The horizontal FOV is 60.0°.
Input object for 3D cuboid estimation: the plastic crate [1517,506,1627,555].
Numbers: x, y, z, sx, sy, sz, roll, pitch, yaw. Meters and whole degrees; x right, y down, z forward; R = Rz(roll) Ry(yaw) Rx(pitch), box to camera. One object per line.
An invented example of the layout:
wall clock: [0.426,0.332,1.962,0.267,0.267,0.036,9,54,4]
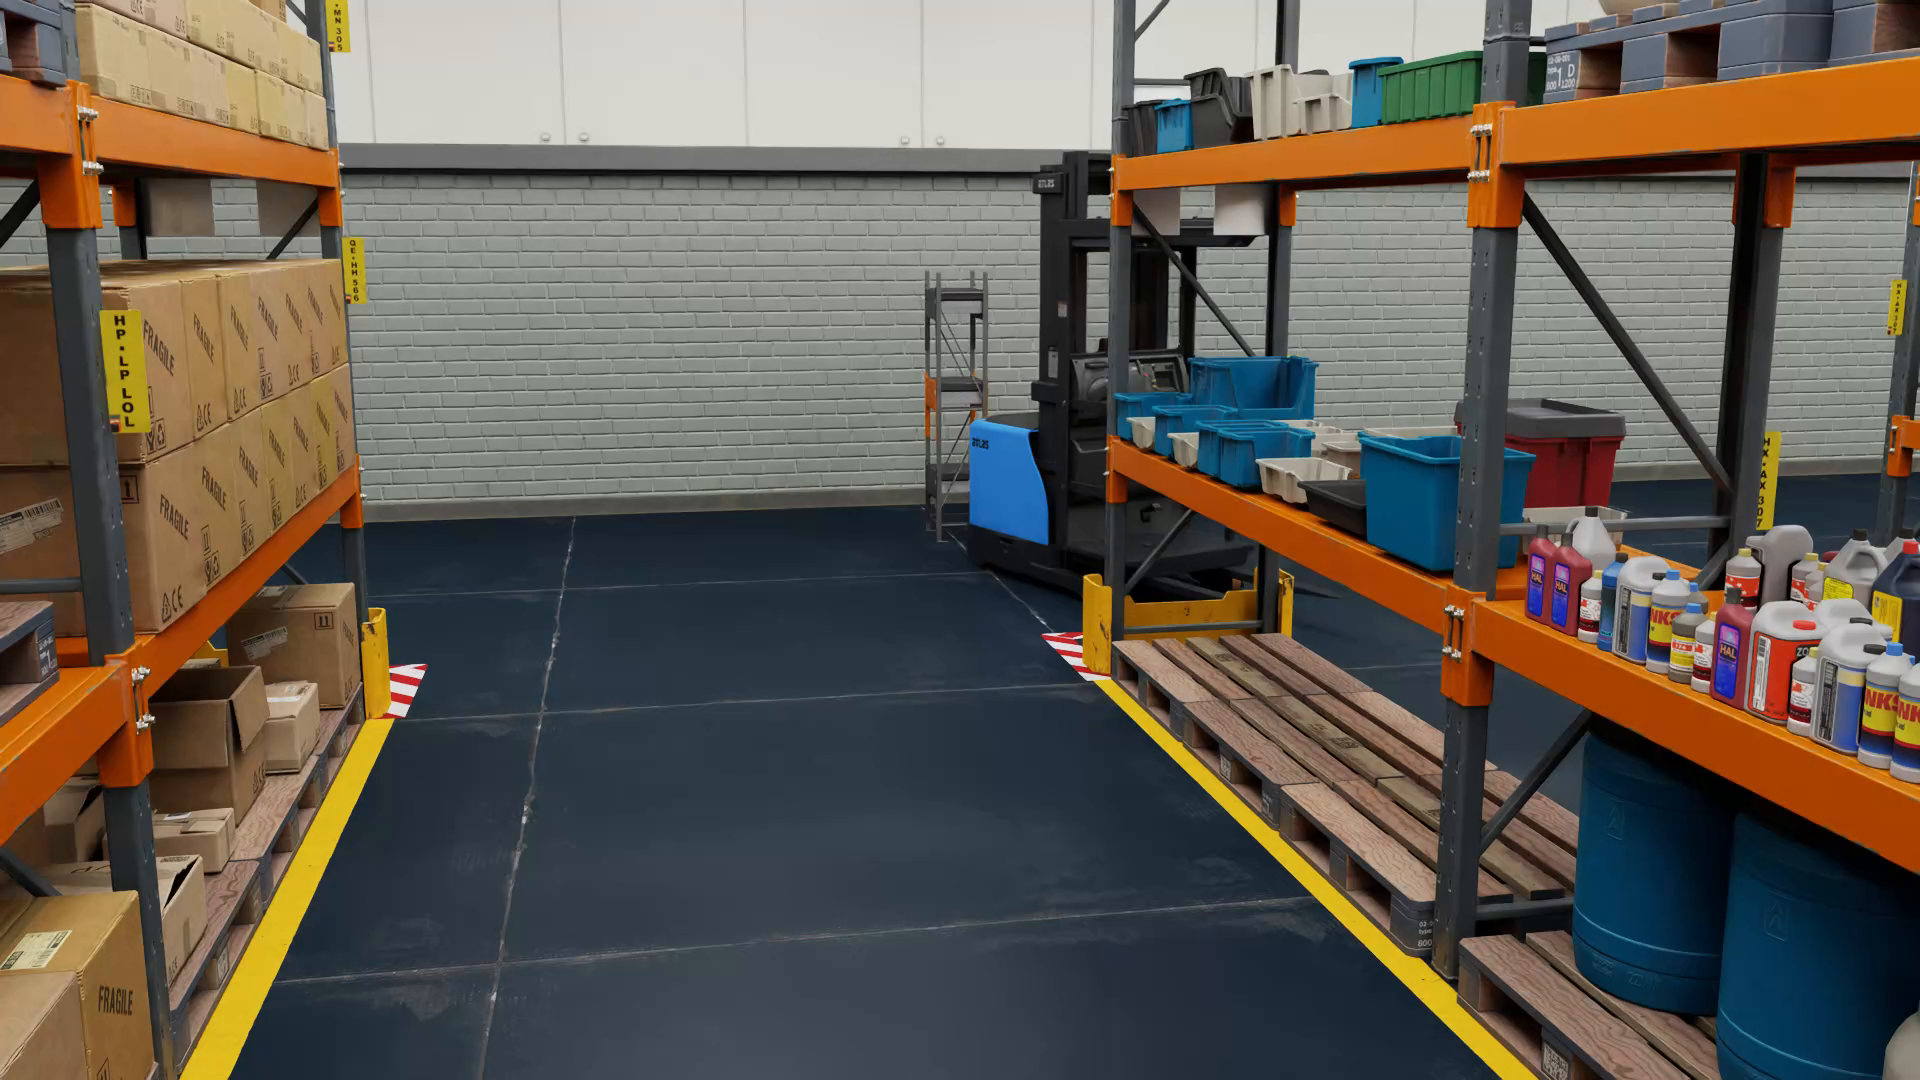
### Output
plastic crate: [2.142,-0.028,5.868,0.396,0.136,0.243,-2,11,-11]

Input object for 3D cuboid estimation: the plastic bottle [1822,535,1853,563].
plastic bottle: [2.575,0.121,4.852,0.061,0.283,0.133,-2,11,-11]

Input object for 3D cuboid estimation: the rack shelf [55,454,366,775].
rack shelf: [-3.157,0.128,6.425,1.077,0.370,4.000,-2,11,-11]

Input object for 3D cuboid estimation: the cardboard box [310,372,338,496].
cardboard box: [-3.087,-0.474,7.396,0.500,0.500,0.500,-2,11,-11]

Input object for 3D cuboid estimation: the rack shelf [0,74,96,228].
rack shelf: [-2.379,-0.612,2.290,1.077,0.370,4.000,-2,11,-11]

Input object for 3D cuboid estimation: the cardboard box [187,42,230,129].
cardboard box: [-2.809,-1.540,5.644,0.500,0.250,0.500,-2,11,-11]

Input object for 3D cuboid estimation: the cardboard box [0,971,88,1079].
cardboard box: [-2.303,1.325,3.724,0.500,0.500,0.500,-2,11,-11]

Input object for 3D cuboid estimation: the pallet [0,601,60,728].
pallet: [-2.719,0.386,3.657,1.003,0.211,1.213,-2,11,-11]

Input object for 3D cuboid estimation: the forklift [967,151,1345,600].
forklift: [1.266,-1.078,11.023,1.130,2.935,3.031,-7,13,-32]

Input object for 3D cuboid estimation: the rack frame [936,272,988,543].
rack frame: [0.015,-1.017,12.925,0.400,2.100,0.015,-2,11,-11]

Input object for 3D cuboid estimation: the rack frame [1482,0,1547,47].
rack frame: [2.092,-2.985,4.812,1.000,3.000,0.127,-2,11,-11]

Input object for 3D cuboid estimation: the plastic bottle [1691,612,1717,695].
plastic bottle: [1.913,0.284,4.215,0.097,0.201,0.097,0,11,0]

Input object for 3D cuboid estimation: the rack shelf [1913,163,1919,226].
rack shelf: [6.561,-1.705,8.033,1.077,0.370,4.000,-2,11,-11]

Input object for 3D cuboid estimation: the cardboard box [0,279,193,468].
cardboard box: [-2.583,-0.495,4.835,0.500,0.500,0.500,-2,11,-10]

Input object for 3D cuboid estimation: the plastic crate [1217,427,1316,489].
plastic crate: [1.353,-0.365,7.379,0.416,0.233,0.300,-2,11,-11]

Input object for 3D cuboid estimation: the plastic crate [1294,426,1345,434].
plastic crate: [1.692,-0.475,8.213,0.396,0.136,0.243,-2,11,-11]

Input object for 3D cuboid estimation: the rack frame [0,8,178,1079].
rack frame: [-2.768,0.142,4.430,1.000,3.000,0.127,-2,11,-11]

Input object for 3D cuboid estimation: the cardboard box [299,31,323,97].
cardboard box: [-3.196,-2.153,7.525,0.500,0.250,0.500,-2,11,-11]

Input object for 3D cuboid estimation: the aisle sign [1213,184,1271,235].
aisle sign: [1.587,-2.072,9.110,0.394,0.787,0.004,-2,11,-11]

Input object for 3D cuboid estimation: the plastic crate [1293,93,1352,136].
plastic crate: [1.471,-1.601,6.270,0.293,0.136,0.466,-2,11,-11]

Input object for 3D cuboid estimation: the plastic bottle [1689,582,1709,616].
plastic bottle: [1.998,0.218,4.562,0.097,0.201,0.097,0,11,0]

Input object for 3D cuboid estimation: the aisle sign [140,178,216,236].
aisle sign: [-3.847,-1.871,8.051,0.394,0.787,0.004,-2,11,-11]

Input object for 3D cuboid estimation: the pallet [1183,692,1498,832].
pallet: [1.670,0.974,7.513,1.003,0.211,1.213,-2,11,-11]

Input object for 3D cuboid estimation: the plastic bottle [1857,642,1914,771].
plastic bottle: [2.029,0.359,3.633,0.097,0.271,0.097,0,11,0]

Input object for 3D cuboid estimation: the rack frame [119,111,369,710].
rack frame: [-3.546,-0.592,8.284,1.000,3.000,0.127,-2,11,-11]

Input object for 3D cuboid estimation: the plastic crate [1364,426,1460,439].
plastic crate: [1.976,-0.296,6.885,0.437,0.282,0.530,-2,11,-11]

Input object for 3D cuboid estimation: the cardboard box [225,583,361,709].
cardboard box: [-3.198,0.511,8.000,0.500,0.500,0.500,-2,11,-11]

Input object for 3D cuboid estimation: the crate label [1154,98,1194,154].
crate label: [1.176,-1.991,8.010,0.408,0.251,0.502,-2,11,-11]

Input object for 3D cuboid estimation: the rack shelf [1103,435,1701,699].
rack shelf: [1.703,-0.051,7.367,1.077,0.370,4.000,-2,11,-11]

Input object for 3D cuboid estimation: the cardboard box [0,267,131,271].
cardboard box: [-3.417,-0.761,6.229,0.500,0.500,0.500,-2,11,-12]

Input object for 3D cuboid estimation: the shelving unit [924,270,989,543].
shelving unit: [-0.032,-1.062,13.160,0.431,2.100,0.503,-2,11,-11]

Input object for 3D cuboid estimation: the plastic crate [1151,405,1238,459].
plastic crate: [1.167,-0.541,8.302,0.416,0.233,0.300,-2,11,-11]

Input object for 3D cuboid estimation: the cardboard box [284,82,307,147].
cardboard box: [-3.101,-1.815,7.089,0.500,0.250,0.500,-2,11,-11]

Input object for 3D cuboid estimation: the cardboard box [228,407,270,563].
cardboard box: [-2.797,-0.197,5.939,0.500,0.500,0.500,-2,11,-11]

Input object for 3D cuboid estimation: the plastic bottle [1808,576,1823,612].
plastic bottle: [2.438,0.195,4.680,0.097,0.201,0.097,0,11,0]

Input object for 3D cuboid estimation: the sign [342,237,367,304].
sign: [-2.997,-1.333,8.233,0.100,0.325,0.005,-2,11,-11]

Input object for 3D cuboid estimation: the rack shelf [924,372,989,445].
rack shelf: [-0.032,-1.048,13.162,0.431,0.518,0.480,-2,11,-11]

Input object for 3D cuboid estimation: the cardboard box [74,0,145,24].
cardboard box: [-2.619,-1.602,4.633,0.500,0.250,0.500,-2,11,-11]

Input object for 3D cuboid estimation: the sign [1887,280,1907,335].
sign: [5.627,-1.397,9.985,0.100,0.325,0.005,-2,11,-11]

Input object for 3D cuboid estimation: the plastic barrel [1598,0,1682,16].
plastic barrel: [1.948,-1.679,4.485,0.433,0.535,0.433,0,11,0]

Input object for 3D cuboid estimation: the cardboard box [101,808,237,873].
cardboard box: [-2.815,1.074,5.931,0.380,0.166,0.250,-2,11,-11]

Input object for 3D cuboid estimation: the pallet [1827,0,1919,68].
pallet: [2.564,-1.070,3.281,1.003,0.211,1.213,-2,11,-11]

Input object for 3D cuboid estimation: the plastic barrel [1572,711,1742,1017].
plastic barrel: [2.181,0.887,5.002,0.600,0.901,0.708,-2,11,-11]

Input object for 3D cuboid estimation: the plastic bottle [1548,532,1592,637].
plastic bottle: [1.771,0.127,4.820,0.061,0.283,0.133,-2,11,-11]

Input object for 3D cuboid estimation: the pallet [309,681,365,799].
pallet: [-3.375,0.938,7.704,1.003,0.211,1.213,-2,11,-11]

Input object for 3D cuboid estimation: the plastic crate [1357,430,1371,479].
plastic crate: [1.965,-0.351,7.307,0.416,0.233,0.300,-2,11,-11]

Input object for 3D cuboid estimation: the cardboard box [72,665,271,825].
cardboard box: [-3.138,0.807,6.432,0.797,0.503,0.637,-2,11,-11]

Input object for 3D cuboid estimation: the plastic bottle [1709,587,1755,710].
plastic bottle: [1.917,0.265,4.093,0.061,0.283,0.133,-2,11,-11]

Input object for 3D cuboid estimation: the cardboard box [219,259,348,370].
cardboard box: [-3.189,-1.061,7.805,0.500,0.500,0.500,-2,11,-12]

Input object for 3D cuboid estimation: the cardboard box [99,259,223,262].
cardboard box: [-3.718,-1.041,7.704,0.500,0.500,0.500,-2,11,-9]

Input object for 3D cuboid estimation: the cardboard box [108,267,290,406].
cardboard box: [-2.885,-0.779,6.325,0.500,0.500,0.500,-2,11,-9]

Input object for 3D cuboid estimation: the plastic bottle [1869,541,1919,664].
plastic bottle: [2.486,0.182,4.349,0.144,0.351,0.185,-2,11,-11]

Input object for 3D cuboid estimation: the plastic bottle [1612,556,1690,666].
plastic bottle: [1.879,0.189,4.513,0.152,0.276,0.135,-2,11,-11]

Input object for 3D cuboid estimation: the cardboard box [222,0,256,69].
cardboard box: [-2.901,-1.878,6.080,0.500,0.250,0.500,-2,11,-11]
